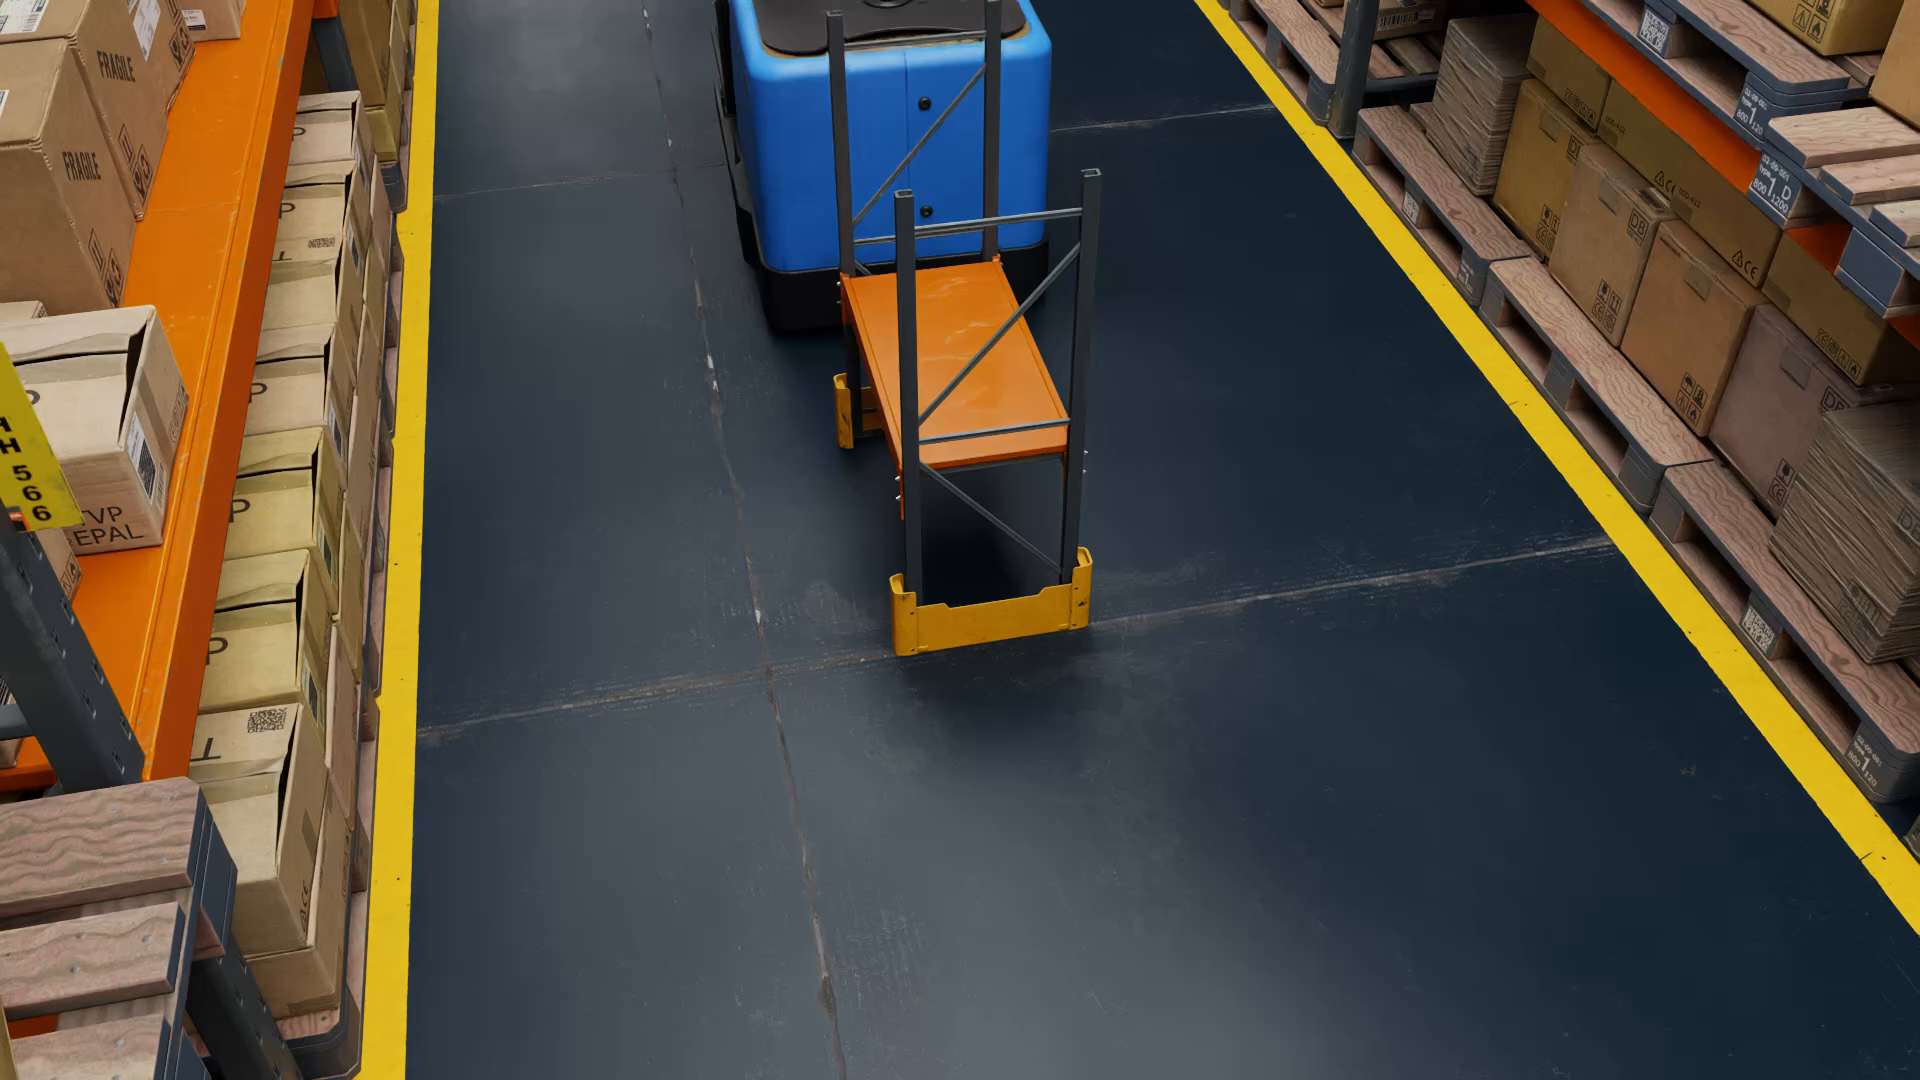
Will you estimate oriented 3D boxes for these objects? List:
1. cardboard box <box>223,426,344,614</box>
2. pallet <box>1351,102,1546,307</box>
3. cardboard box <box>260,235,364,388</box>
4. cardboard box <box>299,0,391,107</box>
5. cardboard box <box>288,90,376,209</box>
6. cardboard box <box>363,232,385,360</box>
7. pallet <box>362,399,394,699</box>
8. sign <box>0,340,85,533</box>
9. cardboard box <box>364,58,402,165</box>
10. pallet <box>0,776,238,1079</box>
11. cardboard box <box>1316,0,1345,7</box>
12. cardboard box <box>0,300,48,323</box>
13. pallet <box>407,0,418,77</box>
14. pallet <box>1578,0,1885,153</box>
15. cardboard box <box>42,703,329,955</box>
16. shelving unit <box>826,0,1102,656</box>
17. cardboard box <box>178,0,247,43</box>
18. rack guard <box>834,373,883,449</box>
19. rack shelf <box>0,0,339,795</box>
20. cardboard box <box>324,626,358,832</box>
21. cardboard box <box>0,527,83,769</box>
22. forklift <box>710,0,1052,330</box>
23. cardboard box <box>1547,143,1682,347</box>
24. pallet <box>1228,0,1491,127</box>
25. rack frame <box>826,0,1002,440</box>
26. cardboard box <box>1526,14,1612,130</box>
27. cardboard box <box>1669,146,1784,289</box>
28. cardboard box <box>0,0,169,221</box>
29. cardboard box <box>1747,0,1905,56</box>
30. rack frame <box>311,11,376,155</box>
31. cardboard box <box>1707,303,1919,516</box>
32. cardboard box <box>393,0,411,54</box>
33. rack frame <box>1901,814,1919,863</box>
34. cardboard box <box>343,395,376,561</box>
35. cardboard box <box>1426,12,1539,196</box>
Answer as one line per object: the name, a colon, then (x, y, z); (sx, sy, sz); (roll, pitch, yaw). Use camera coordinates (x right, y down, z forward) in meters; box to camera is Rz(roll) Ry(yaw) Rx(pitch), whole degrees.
cardboard box: (-1.921, -0.043, 4.371); (0.500, 0.311, 0.500); (-9, 42, -10)
pallet: (2.277, -1.410, 6.680); (1.003, 0.211, 1.213); (-8, 42, -9)
cardboard box: (-2.138, -0.702, 5.114); (0.500, 0.311, 0.500); (-8, 42, -9)
cardboard box: (-2.523, -2.000, 6.433); (0.500, 0.500, 0.500); (-8, 42, -9)
cardboard box: (-2.362, -1.362, 5.858); (0.500, 0.311, 0.500); (-8, 42, -9)
cardboard box: (-2.249, -0.819, 5.668); (0.500, 0.250, 0.500); (-9, 42, -10)
pallet: (-2.265, 0.062, 5.021); (1.003, 0.211, 1.213); (-8, 42, -9)
sign: (-1.338, -0.140, 2.335); (0.100, 0.325, 0.005); (-8, 42, -9)
cardboard box: (-2.533, -1.718, 6.681); (0.500, 0.250, 0.500); (-8, 42, -9)
pallet: (-1.651, 0.849, 2.179); (1.213, 0.211, 1.003); (-8, 42, -9)
cardboard box: (1.844, -2.854, 7.757); (0.500, 0.500, 0.500); (-11, 43, -12)
cardboard box: (-2.196, -0.377, 3.604); (0.380, 0.149, 0.250); (-5, 42, -6)
pallet: (-3.126, -2.516, 7.926); (1.003, 0.211, 1.213); (-8, 42, -9)
pallet: (2.503, -1.570, 4.904); (1.003, 0.211, 1.213); (-8, 42, -9)
cardboard box: (-1.692, 0.628, 3.616); (0.500, 0.311, 0.500); (-7, 42, -8)
shelving unit: (-0.016, -0.610, 4.808); (0.587, 1.500, 1.083); (-8, 42, -9)
cardboard box: (-2.360, -1.651, 4.952); (0.396, 0.266, 0.258); (-9, 42, -10)
rack guard: (-0.124, -0.466, 5.586); (0.587, 0.250, 0.087); (-8, 42, -9)
rack shelf: (-2.297, -0.680, 4.298); (1.077, 0.370, 4.000); (-8, 42, -9)
cardboard box: (-1.801, 0.512, 4.169); (0.500, 0.250, 0.500); (-9, 42, -10)
cardboard box: (-1.901, 0.139, 2.901); (0.500, 0.311, 0.500); (-6, 42, -7)
forklift: (-0.465, -2.840, 6.242); (1.130, 2.935, 3.031); (-7, 42, -8)
cardboard box: (2.514, -1.048, 5.723); (0.700, 0.500, 0.500); (-8, 42, -9)
pallet: (1.928, -2.345, 7.733); (1.003, 0.211, 1.213); (-8, 42, -9)
rack frame: (-0.128, -0.946, 5.186); (0.500, 1.500, 0.032); (-8, 42, -9)
cardboard box: (2.381, -1.708, 5.901); (0.500, 0.250, 0.500); (-9, 42, -10)
cardboard box: (2.587, -1.045, 5.155); (0.500, 0.250, 0.500); (-9, 42, -9)
cardboard box: (-2.357, -1.116, 4.173); (0.500, 0.500, 0.500); (-8, 42, -9)
cardboard box: (2.569, -1.674, 4.470); (0.700, 0.500, 0.500); (-8, 42, -9)
rack frame: (-2.729, -2.245, 5.520); (1.000, 3.000, 0.127); (-8, 42, -9)
cardboard box: (2.767, -0.404, 4.997); (0.700, 0.500, 0.500); (-8, 42, -9)
cardboard box: (-2.739, -2.368, 7.413); (0.500, 0.250, 0.500); (-8, 42, -9)
rack frame: (2.971, -0.365, 3.401); (1.000, 3.000, 0.127); (-8, 42, -9)
cardboard box: (-2.030, -0.157, 4.922); (0.500, 0.250, 0.500); (-8, 42, -8)
cardboard box: (2.282, -1.712, 6.471); (0.700, 0.500, 0.500); (-7, 42, -8)
